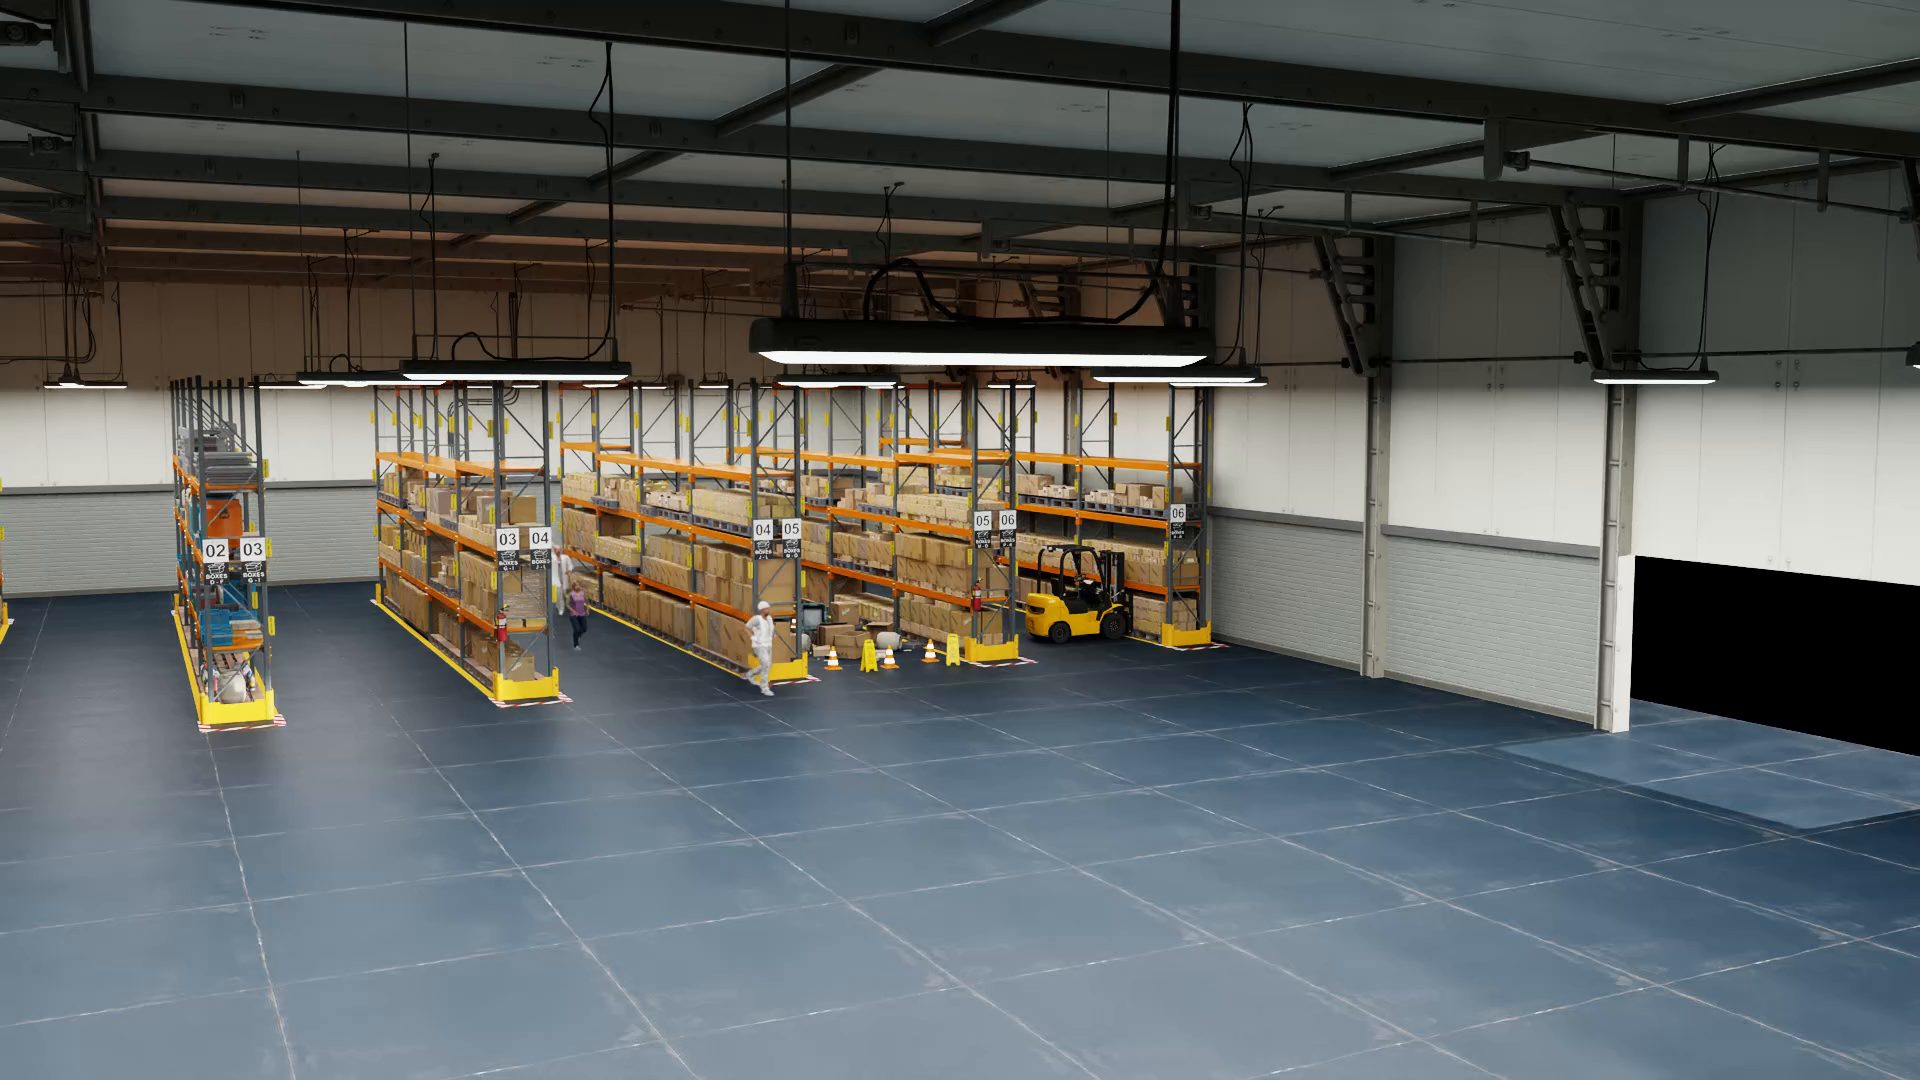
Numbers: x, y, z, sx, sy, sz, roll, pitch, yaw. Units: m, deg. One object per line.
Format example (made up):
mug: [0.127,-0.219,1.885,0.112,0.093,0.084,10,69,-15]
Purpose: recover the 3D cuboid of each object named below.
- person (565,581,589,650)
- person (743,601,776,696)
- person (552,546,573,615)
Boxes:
person: [-8.472,1.670,36.839,0.581,1.551,0.571,-4,6,-35]
person: [-3.773,2.044,31.818,0.887,1.750,0.714,3,6,29]
person: [-10.364,1.065,43.082,0.684,1.693,0.858,-2,5,-22]
